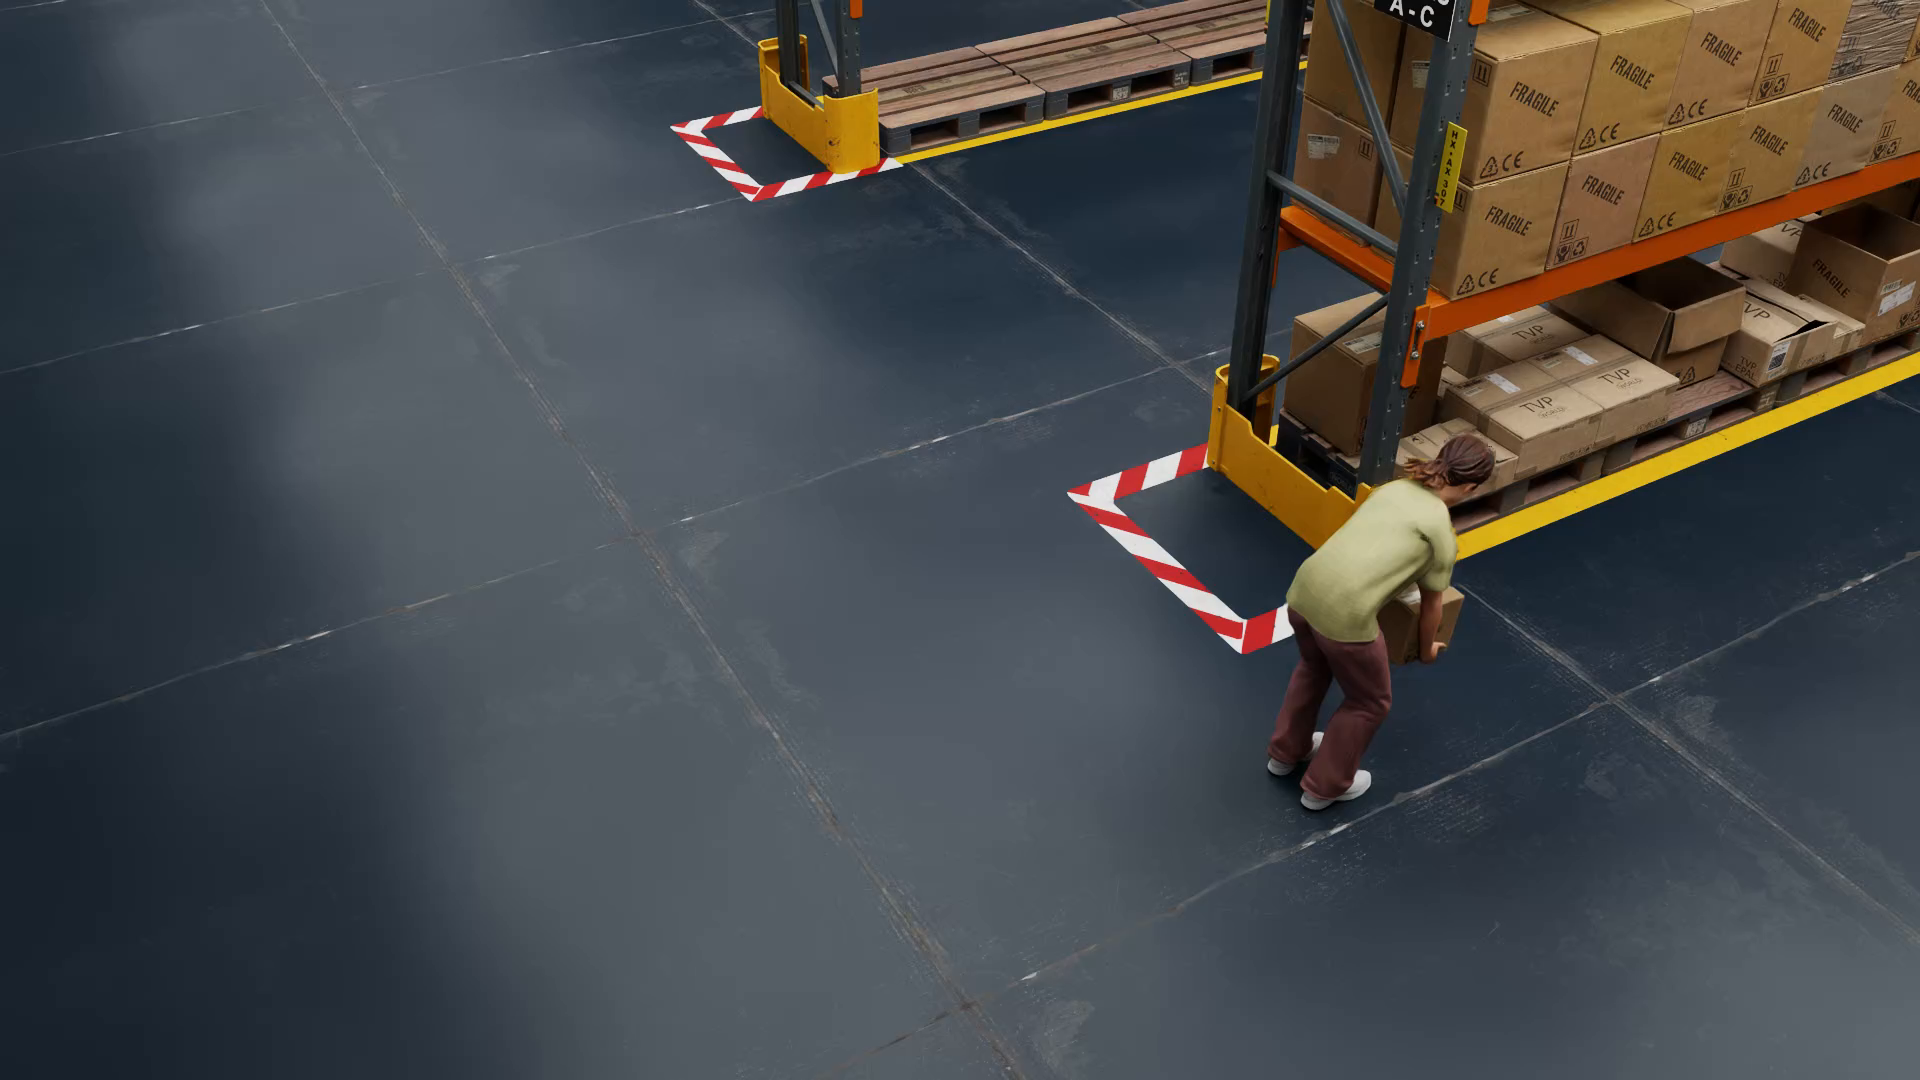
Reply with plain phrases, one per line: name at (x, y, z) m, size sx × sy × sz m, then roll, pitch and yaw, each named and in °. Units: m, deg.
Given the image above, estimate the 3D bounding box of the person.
person at (1.518, 0.295, 6.008) m, size 0.777 × 1.380 × 0.406 m, roll -20°, pitch 41°, yaw -25°
